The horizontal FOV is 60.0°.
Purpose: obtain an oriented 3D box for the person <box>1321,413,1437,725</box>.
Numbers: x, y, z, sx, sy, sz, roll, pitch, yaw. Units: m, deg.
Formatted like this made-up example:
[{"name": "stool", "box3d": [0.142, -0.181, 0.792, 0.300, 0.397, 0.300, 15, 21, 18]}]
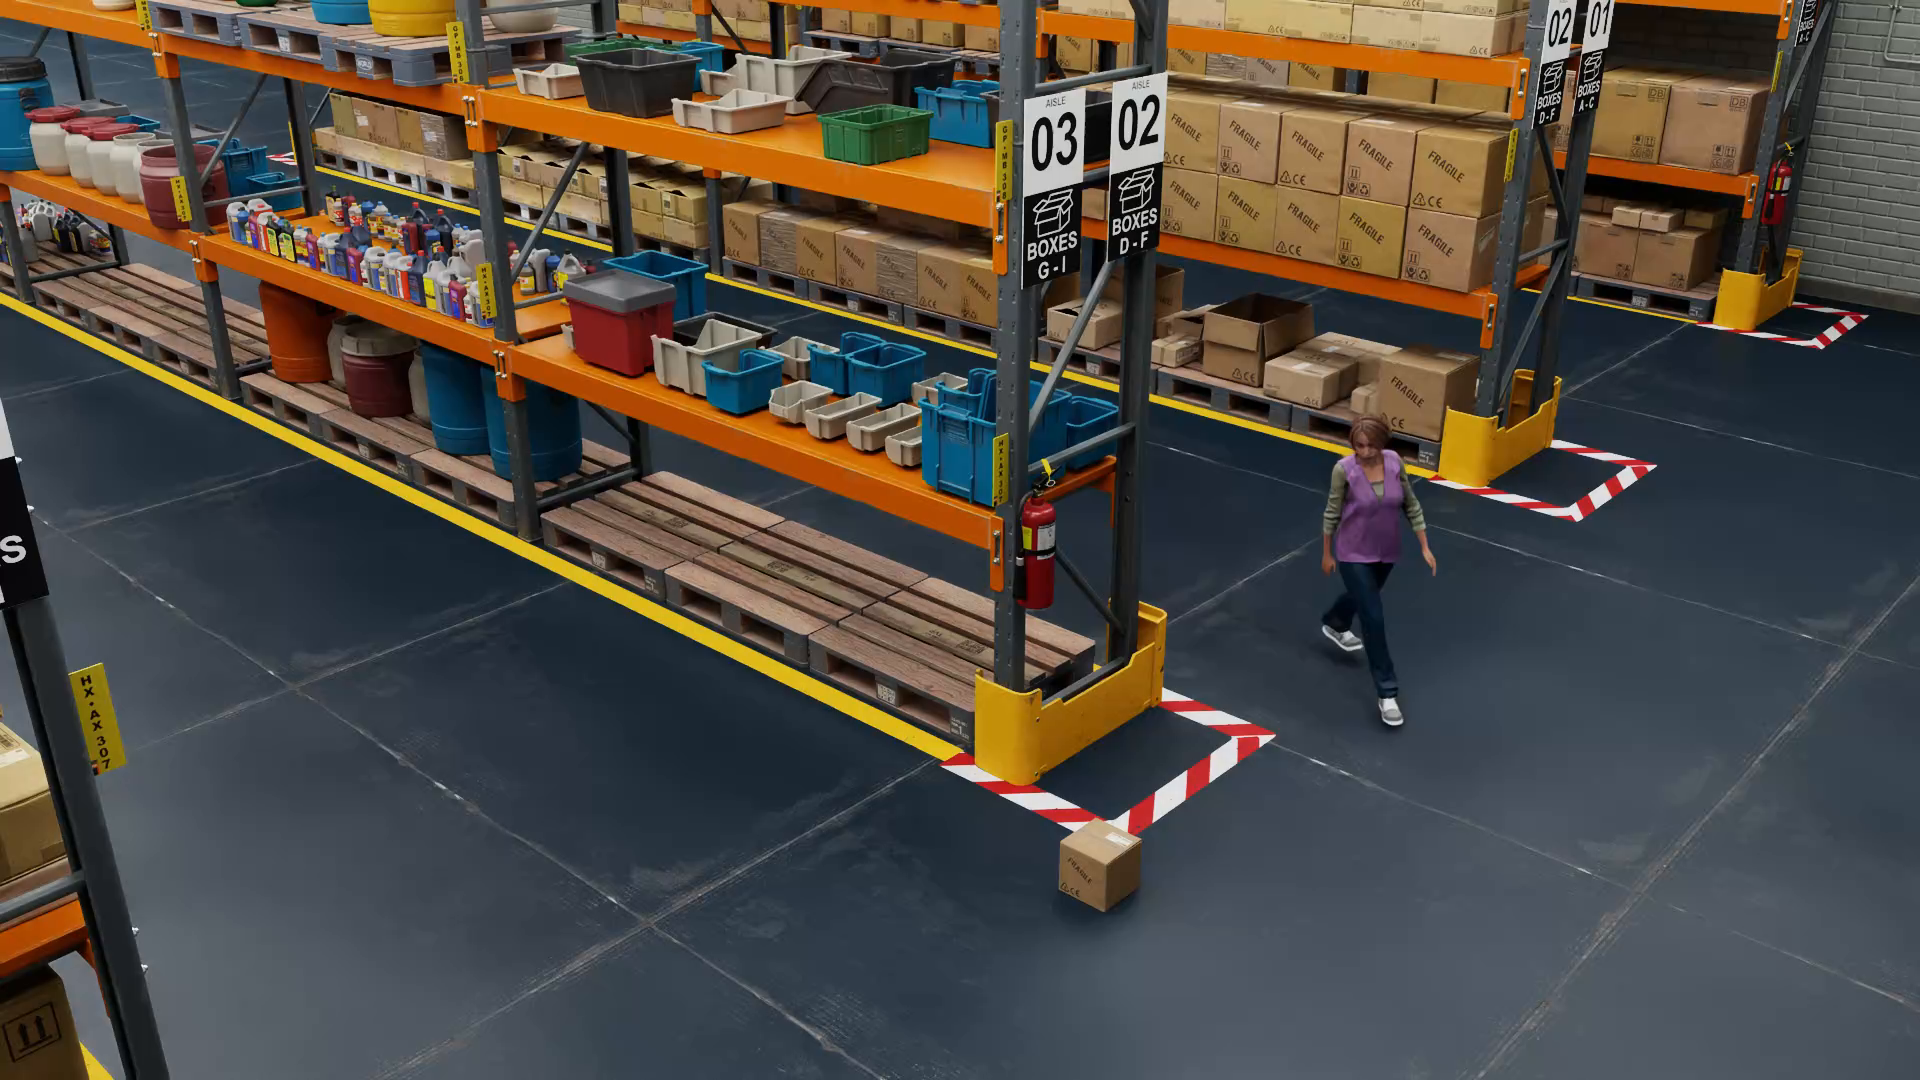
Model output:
[{"name": "person", "box3d": [2.100, 0.066, 8.486, 0.486, 1.537, 0.942, -9, 26, -18]}]
